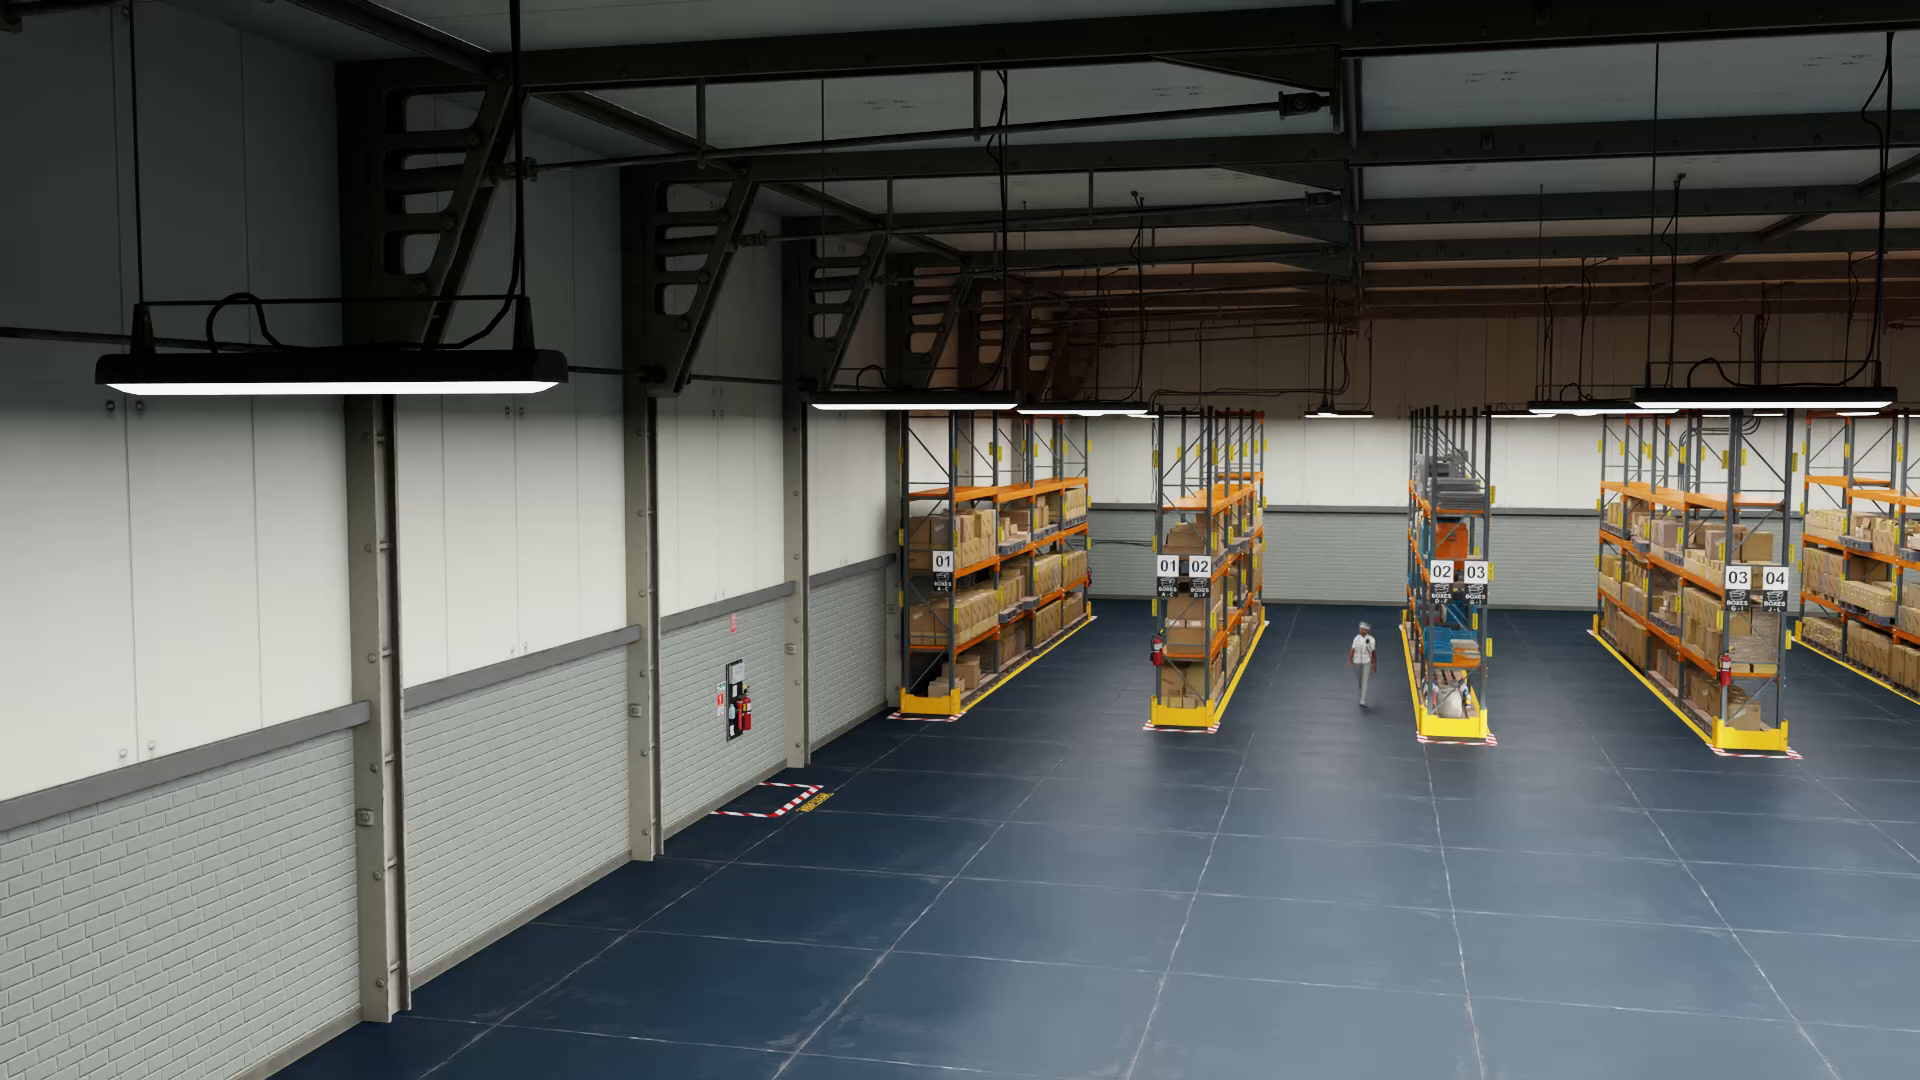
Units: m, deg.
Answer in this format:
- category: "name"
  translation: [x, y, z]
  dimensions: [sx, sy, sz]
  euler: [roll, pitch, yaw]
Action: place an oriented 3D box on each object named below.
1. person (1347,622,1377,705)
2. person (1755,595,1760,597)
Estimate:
- category: "person"
  translation: [8.123, 2.472, 33.619]
  dimensions: [0.552, 1.638, 1.005]
  euler: [2, 5, 26]
- category: "person"
  translation: [21.355, 1.634, 44.881]
  dimensions: [1.087, 1.735, 0.520]
  euler: [2, 5, 29]
